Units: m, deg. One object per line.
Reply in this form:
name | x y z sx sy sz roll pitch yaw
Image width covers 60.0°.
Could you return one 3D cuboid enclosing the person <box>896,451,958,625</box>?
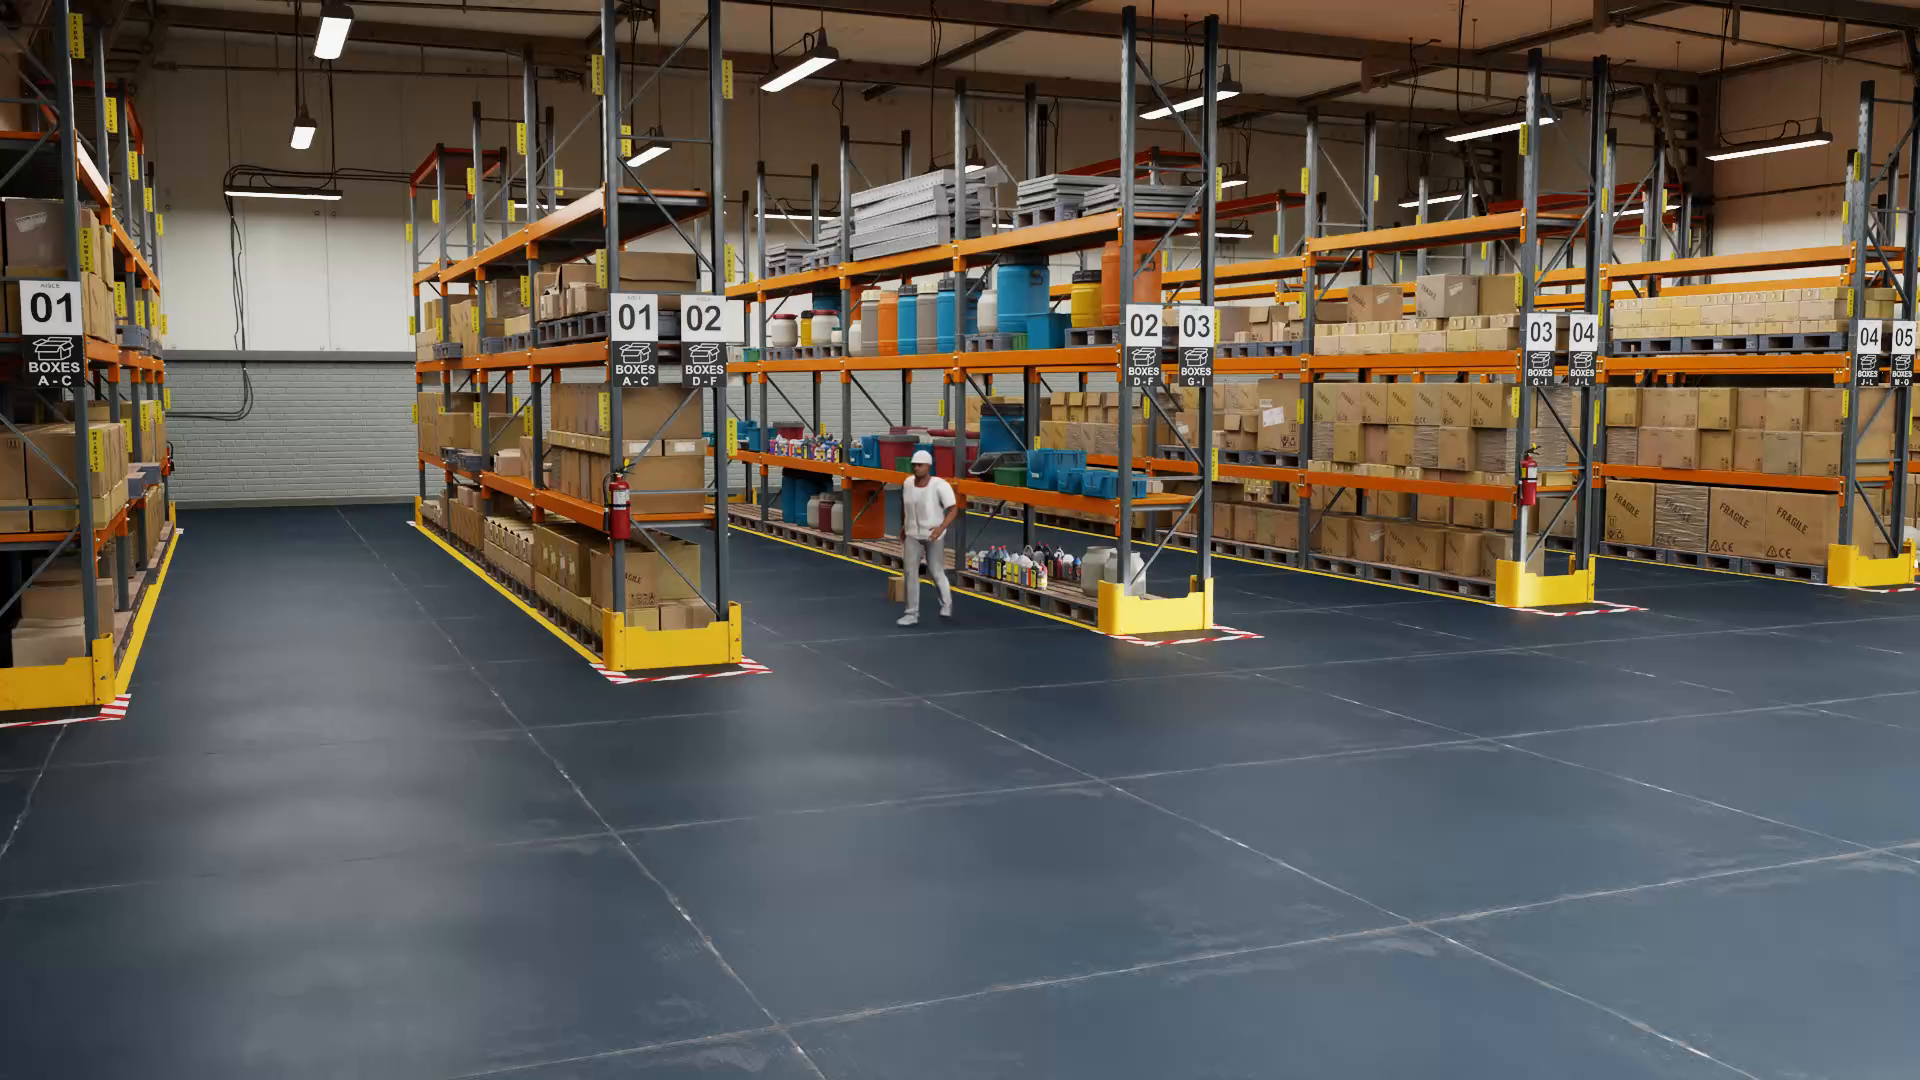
person | -0.330 -0.035 16.841 0.719 1.748 0.840 2 6 23
